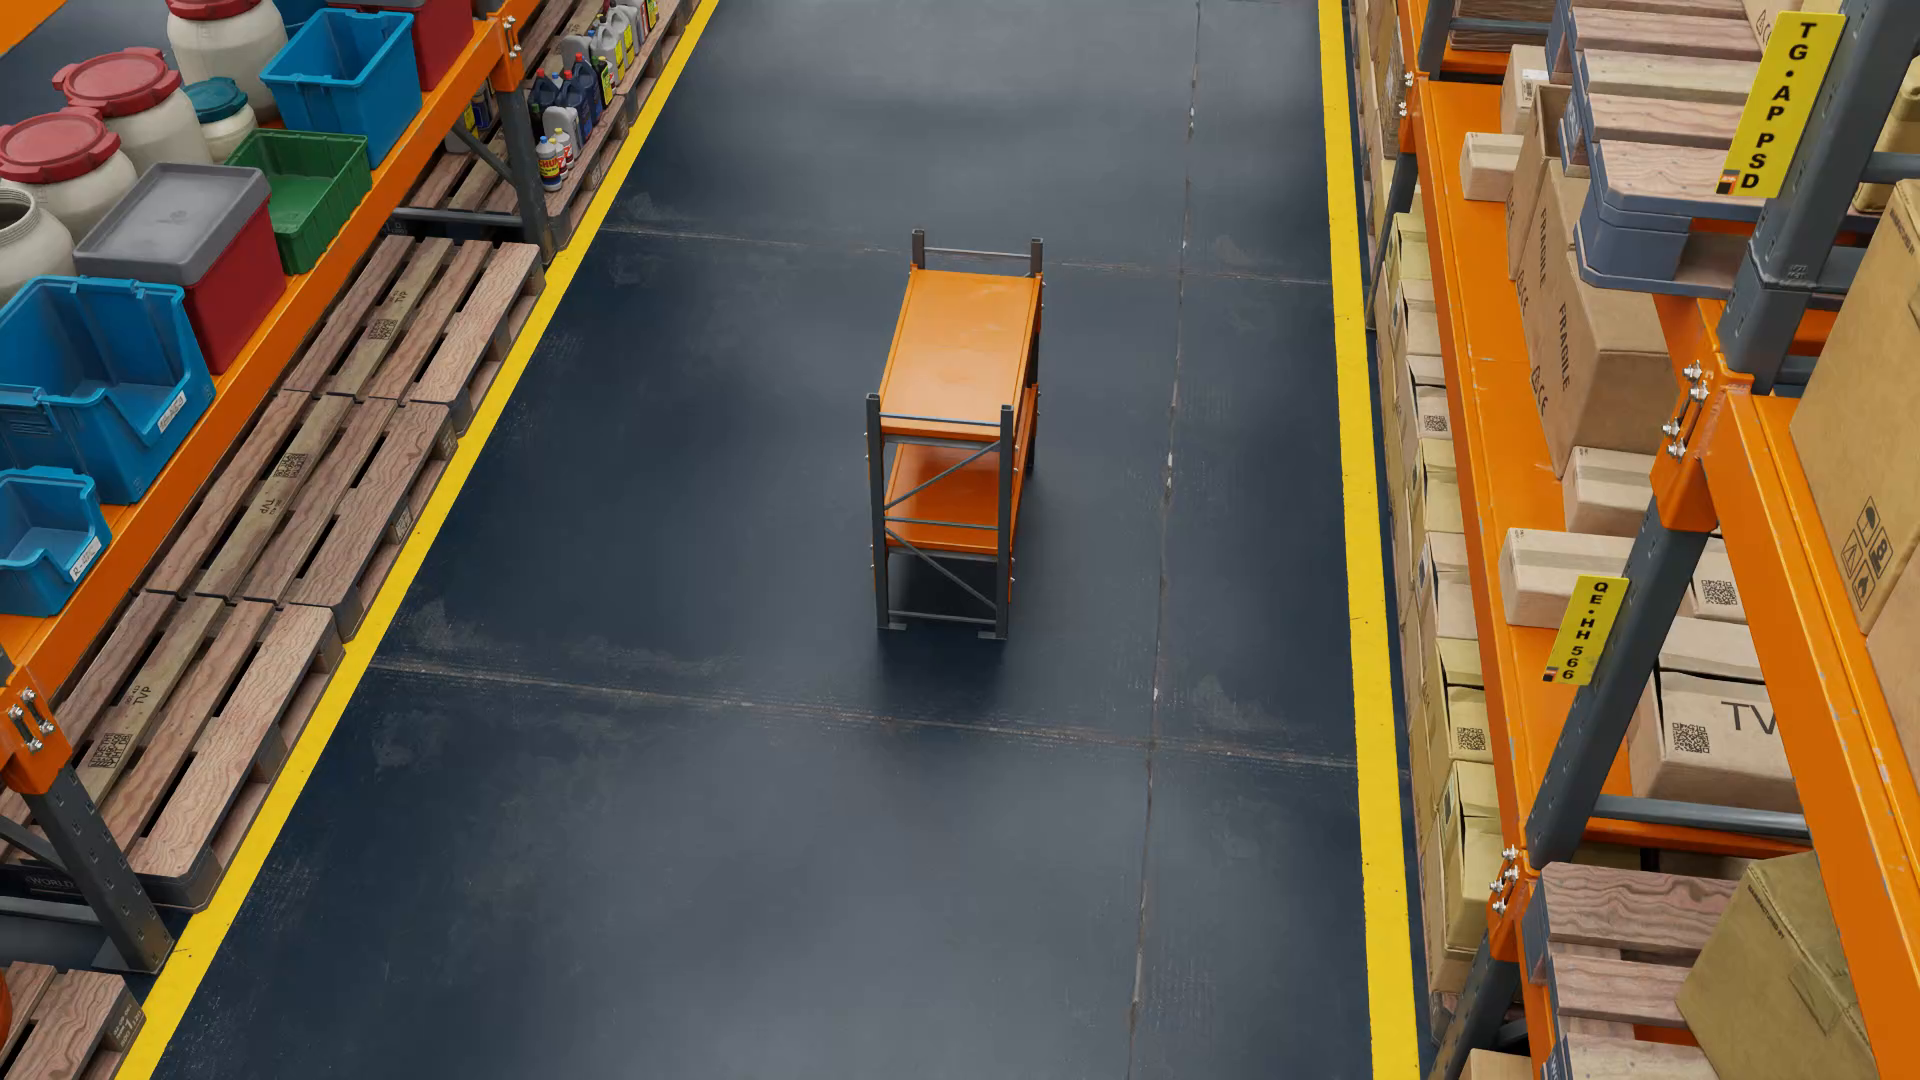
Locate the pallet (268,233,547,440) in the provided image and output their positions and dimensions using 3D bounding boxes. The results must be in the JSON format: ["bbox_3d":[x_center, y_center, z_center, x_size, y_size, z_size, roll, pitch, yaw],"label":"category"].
[{"bbox_3d":[-2.574,-0.965,7.616,1.003,0.211,1.213,5,44,6],"label":"pallet"}]

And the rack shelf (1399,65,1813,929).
[{"bbox_3d":[2.137,-0.439,5.555,1.077,0.370,4.000,5,44,6],"label":"rack shelf"}]

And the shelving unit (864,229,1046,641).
[{"bbox_3d":[-0.001,-0.404,6.358,0.538,1.125,1.048,5,44,6],"label":"shelving unit"}]

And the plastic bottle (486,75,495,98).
[{"bbox_3d":[-2.536,-2.514,8.879,0.061,0.283,0.133,5,44,6],"label":"plastic bottle"}]

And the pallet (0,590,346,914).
[{"bbox_3d":[-2.896,0.698,5.859,1.003,0.211,1.213,5,44,6],"label":"pallet"}]

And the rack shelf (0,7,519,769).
[{"bbox_3d":[-2.773,-0.892,6.034,1.077,0.370,4.000,5,44,6],"label":"rack shelf"}]

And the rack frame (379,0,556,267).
[{"bbox_3d":[-2.508,-2.516,7.226,1.000,3.000,0.127,5,44,6],"label":"rack frame"}]

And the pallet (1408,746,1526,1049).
[{"bbox_3d":[2.020,1.118,5.416,1.003,0.211,1.213,5,44,6],"label":"pallet"}]

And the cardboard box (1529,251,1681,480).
[{"bbox_3d":[2.078,-0.519,5.043,0.500,0.500,0.500,3,44,3],"label":"cardboard box"}]

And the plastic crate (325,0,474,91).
[{"bbox_3d":[-2.269,-2.182,6.826,0.402,0.464,0.583,5,44,6],"label":"plastic crate"}]

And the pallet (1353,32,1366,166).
[{"bbox_3d":[2.707,-2.423,9.155,1.003,0.211,1.213,5,44,6],"label":"pallet"}]

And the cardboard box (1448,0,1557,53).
[{"bbox_3d":[2.454,-2.403,7.033,0.700,0.500,0.500,4,44,4],"label":"cardboard box"}]

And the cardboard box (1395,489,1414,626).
[{"bbox_3d":[1.899,0.083,6.175,0.500,0.250,0.500,6,44,6],"label":"cardboard box"}]

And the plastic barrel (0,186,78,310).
[{"bbox_3d":[-3.057,-0.838,5.372,0.421,0.512,0.421,0,43,0],"label":"plastic barrel"}]

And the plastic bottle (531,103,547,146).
[{"bbox_3d":[-2.122,-2.099,8.441,0.061,0.283,0.133,5,44,6],"label":"plastic bottle"}]

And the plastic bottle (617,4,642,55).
[{"bbox_3d":[-1.866,-2.858,9.247,0.152,0.276,0.135,4,44,4],"label":"plastic bottle"}]

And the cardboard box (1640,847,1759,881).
[{"bbox_3d":[2.233,0.975,4.825,0.500,0.311,0.500,7,44,7],"label":"cardboard box"}]

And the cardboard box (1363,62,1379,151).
[{"bbox_3d":[2.373,-2.235,8.623,0.500,0.250,0.500,5,44,6],"label":"cardboard box"}]

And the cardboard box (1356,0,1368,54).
[{"bbox_3d":[2.510,-2.916,9.343,0.500,0.250,0.500,5,44,6],"label":"cardboard box"}]

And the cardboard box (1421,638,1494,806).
[{"bbox_3d":[1.760,0.571,5.252,0.500,0.311,0.500,5,44,5],"label":"cardboard box"}]

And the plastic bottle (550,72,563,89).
[{"bbox_3d":[-2.091,-2.307,8.670,0.097,0.271,0.097,0,43,0],"label":"plastic bottle"}]

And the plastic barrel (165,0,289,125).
[{"bbox_3d":[-2.852,-1.933,6.511,0.433,0.535,0.433,0,43,0],"label":"plastic barrel"}]

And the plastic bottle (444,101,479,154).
[{"bbox_3d":[-2.566,-2.166,8.463,0.144,0.351,0.185,5,44,6],"label":"plastic bottle"}]

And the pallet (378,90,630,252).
[{"bbox_3d":[-2.378,-1.958,8.664,1.003,0.211,1.213,5,44,6],"label":"pallet"}]

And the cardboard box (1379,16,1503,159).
[{"bbox_3d":[2.324,-2.165,8.004,0.500,0.500,0.500,5,44,6],"label":"cardboard box"}]

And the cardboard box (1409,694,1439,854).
[{"bbox_3d":[1.765,0.776,5.443,0.500,0.250,0.500,5,44,5],"label":"cardboard box"}]

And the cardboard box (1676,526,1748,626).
[{"bbox_3d":[2.183,0.103,4.524,0.500,0.311,0.500,5,44,5],"label":"cardboard box"}]

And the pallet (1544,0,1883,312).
[{"bbox_3d":[1.874,-0.829,3.399,1.213,0.211,1.003,7,44,7],"label":"pallet"}]

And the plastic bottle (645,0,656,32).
[{"bbox_3d":[-1.785,-3.043,9.438,0.061,0.283,0.133,6,44,7],"label":"plastic bottle"}]

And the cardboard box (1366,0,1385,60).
[{"bbox_3d":[2.438,-2.849,8.726,0.500,0.500,0.500,5,44,6],"label":"cardboard box"}]

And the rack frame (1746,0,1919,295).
[{"bbox_3d":[1.872,-1.516,1.806,1.000,3.000,0.127,5,44,6],"label":"rack frame"}]

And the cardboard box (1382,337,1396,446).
[{"bbox_3d":[2.033,-0.617,6.914,0.500,0.250,0.500,6,44,7],"label":"cardboard box"}]

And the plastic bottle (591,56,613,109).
[{"bbox_3d":[-1.902,-2.439,8.800,0.061,0.283,0.133,7,44,7],"label":"plastic bottle"}]

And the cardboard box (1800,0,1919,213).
[{"bbox_3d":[1.877,-0.839,3.076,0.500,0.250,0.500,2,43,2],"label":"cardboard box"}]

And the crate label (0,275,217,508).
[{"bbox_3d":[-2.638,-0.455,5.024,0.502,0.435,0.616,5,44,6],"label":"crate label"}]

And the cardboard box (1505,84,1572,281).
[{"bbox_3d":[2.214,-1.219,5.783,0.500,0.500,0.500,8,44,9],"label":"cardboard box"}]

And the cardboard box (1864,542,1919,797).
[{"bbox_3d":[1.781,0.185,2.118,0.910,0.500,0.500,5,44,6],"label":"cardboard box"}]

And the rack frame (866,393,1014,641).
[{"bbox_3d":[-0.068,-0.057,5.992,0.500,1.125,0.032,5,44,6],"label":"rack frame"}]

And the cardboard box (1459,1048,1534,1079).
[{"bbox_3d":[1.529,1.695,4.276,0.500,0.500,0.500,7,44,7],"label":"cardboard box"}]

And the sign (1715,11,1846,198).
[{"bbox_3d":[1.323,-0.699,2.691,0.100,0.325,0.005,5,44,6],"label":"sign"}]

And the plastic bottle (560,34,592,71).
[{"bbox_3d":[-2.059,-2.614,8.990,0.152,0.276,0.135,5,44,6],"label":"plastic bottle"}]

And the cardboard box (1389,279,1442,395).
[{"bbox_3d":[2.028,-0.821,6.722,0.500,0.311,0.500,5,44,5],"label":"cardboard box"}]

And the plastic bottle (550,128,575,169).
[{"bbox_3d":[-2.005,-1.976,8.370,0.097,0.201,0.097,0,43,0],"label":"plastic bottle"}]

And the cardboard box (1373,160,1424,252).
[{"bbox_3d":[2.246,-1.553,7.903,0.500,0.250,0.500,5,44,6],"label":"cardboard box"}]

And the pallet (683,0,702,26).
[{"bbox_3d":[-2.055,-3.620,10.420,1.003,0.211,1.213,5,44,6],"label":"pallet"}]

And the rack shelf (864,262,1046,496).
[{"bbox_3d":[-0.001,-0.616,6.157,0.538,0.278,1.000,5,44,6],"label":"rack shelf"}]

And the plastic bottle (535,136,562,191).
[{"bbox_3d":[-2.032,-1.863,8.200,0.097,0.271,0.097,0,43,0],"label":"plastic bottle"}]

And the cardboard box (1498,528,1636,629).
[{"bbox_3d":[1.717,0.116,4.629,0.380,0.149,0.250,5,44,6],"label":"cardboard box"}]

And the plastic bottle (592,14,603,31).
[{"bbox_3d":[-1.993,-2.829,9.272,0.097,0.201,0.097,0,43,0],"label":"plastic bottle"}]

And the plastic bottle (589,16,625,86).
[{"bbox_3d":[-1.909,-2.645,8.968,0.144,0.351,0.185,5,44,5],"label":"plastic bottle"}]

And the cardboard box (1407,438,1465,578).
[{"bbox_3d":[1.898,-0.114,5.976,0.500,0.311,0.500,6,44,7],"label":"cardboard box"}]

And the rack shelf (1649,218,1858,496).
[{"bbox_3d":[2.137,-1.528,4.524,1.077,0.370,4.000,5,44,6],"label":"rack shelf"}]

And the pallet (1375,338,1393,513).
[{"bbox_3d":[2.342,-0.545,7.172,1.003,0.211,1.213,5,44,6],"label":"pallet"}]

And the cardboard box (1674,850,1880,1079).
[{"bbox_3d":[1.901,0.913,3.226,0.700,0.500,0.500,-8,44,-9],"label":"cardboard box"}]

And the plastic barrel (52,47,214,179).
[{"bbox_3d":[-2.949,-1.433,5.983,0.433,0.535,0.433,0,43,0],"label":"plastic barrel"}]

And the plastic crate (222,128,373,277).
[{"bbox_3d":[-2.459,-1.227,6.018,0.450,0.188,0.662,5,44,6],"label":"plastic crate"}]

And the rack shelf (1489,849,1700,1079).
[{"bbox_3d":[1.608,2.287,2.676,1.077,0.370,4.000,5,44,6],"label":"rack shelf"}]

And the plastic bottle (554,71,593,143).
[{"bbox_3d":[-1.990,-2.226,8.526,0.144,0.351,0.185,6,44,7],"label":"plastic bottle"}]

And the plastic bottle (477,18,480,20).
[{"bbox_3d":[-2.613,-2.764,9.152,0.097,0.271,0.097,0,43,0],"label":"plastic bottle"}]
